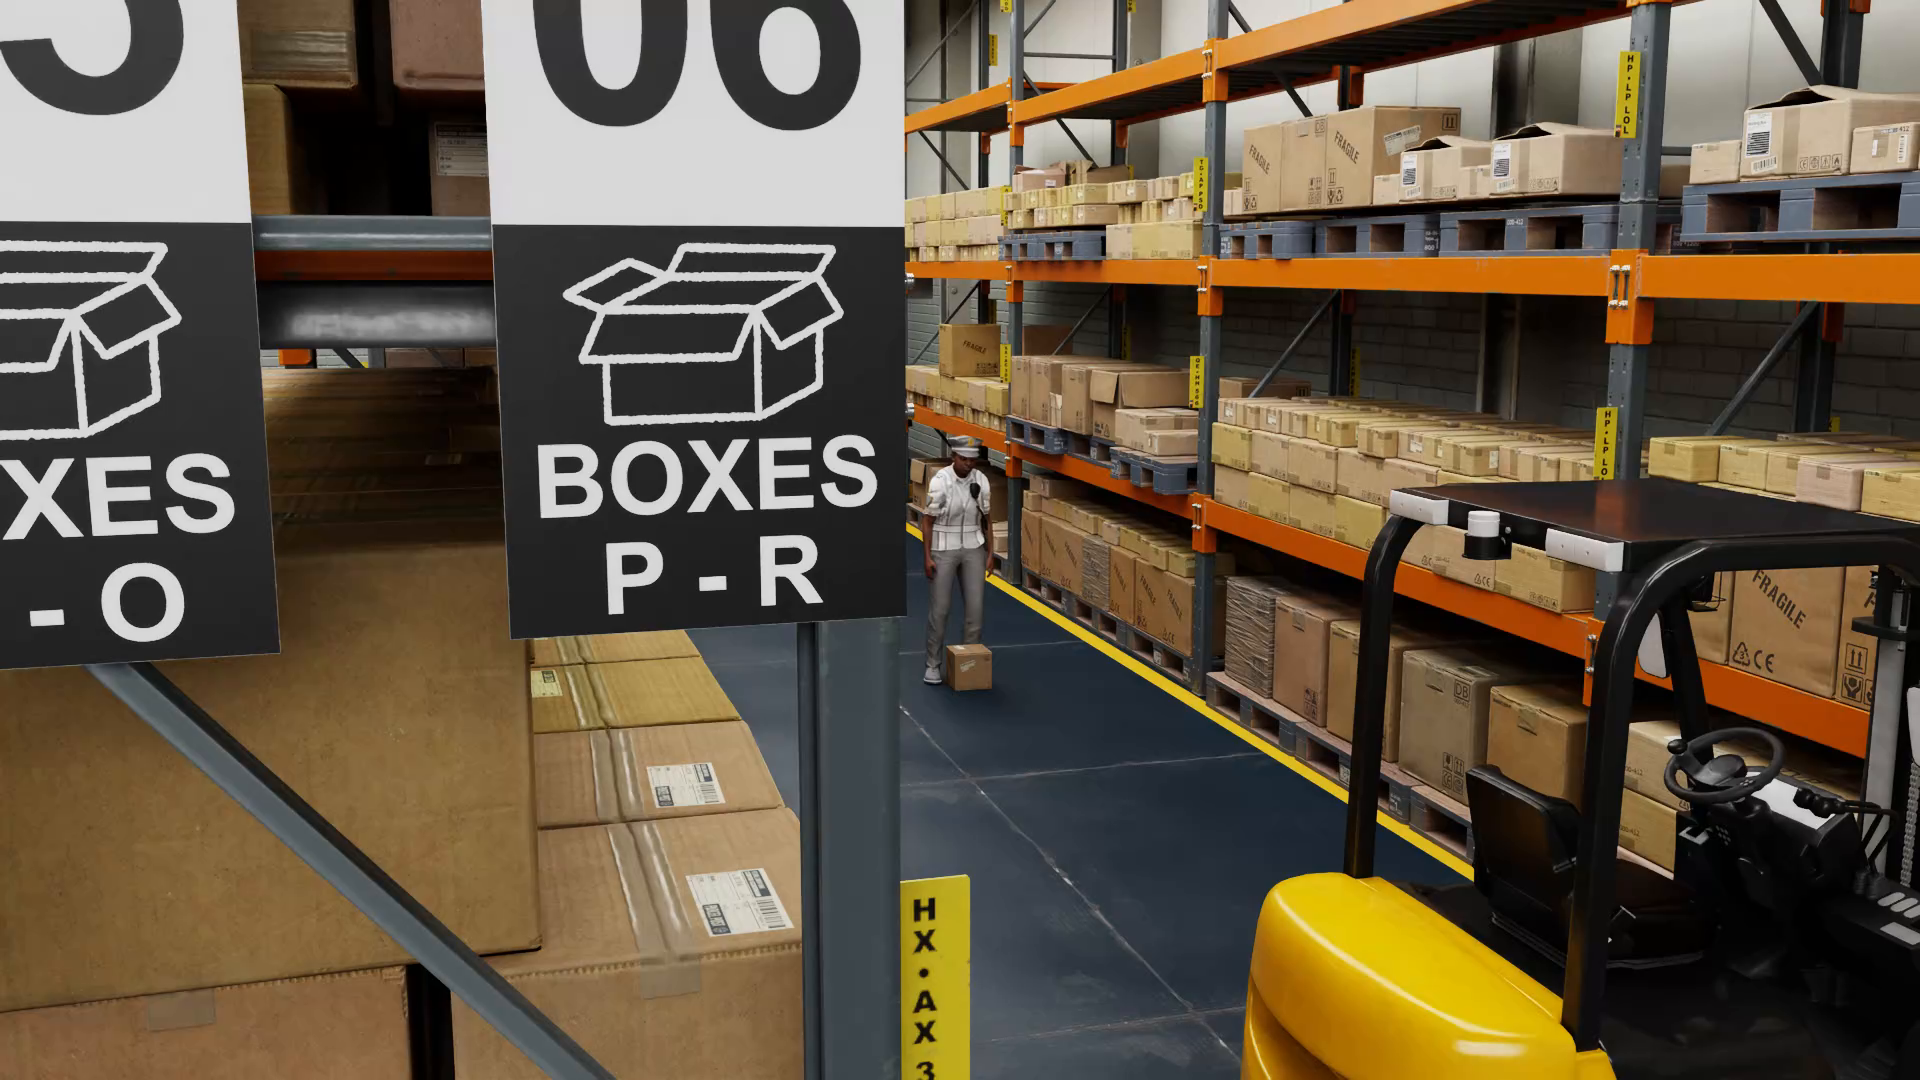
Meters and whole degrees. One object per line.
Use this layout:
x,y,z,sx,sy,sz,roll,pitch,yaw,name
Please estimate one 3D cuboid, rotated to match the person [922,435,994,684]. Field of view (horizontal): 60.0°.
-0.013,0.119,11.162,0.518,1.658,0.417,-3,10,-17,person
